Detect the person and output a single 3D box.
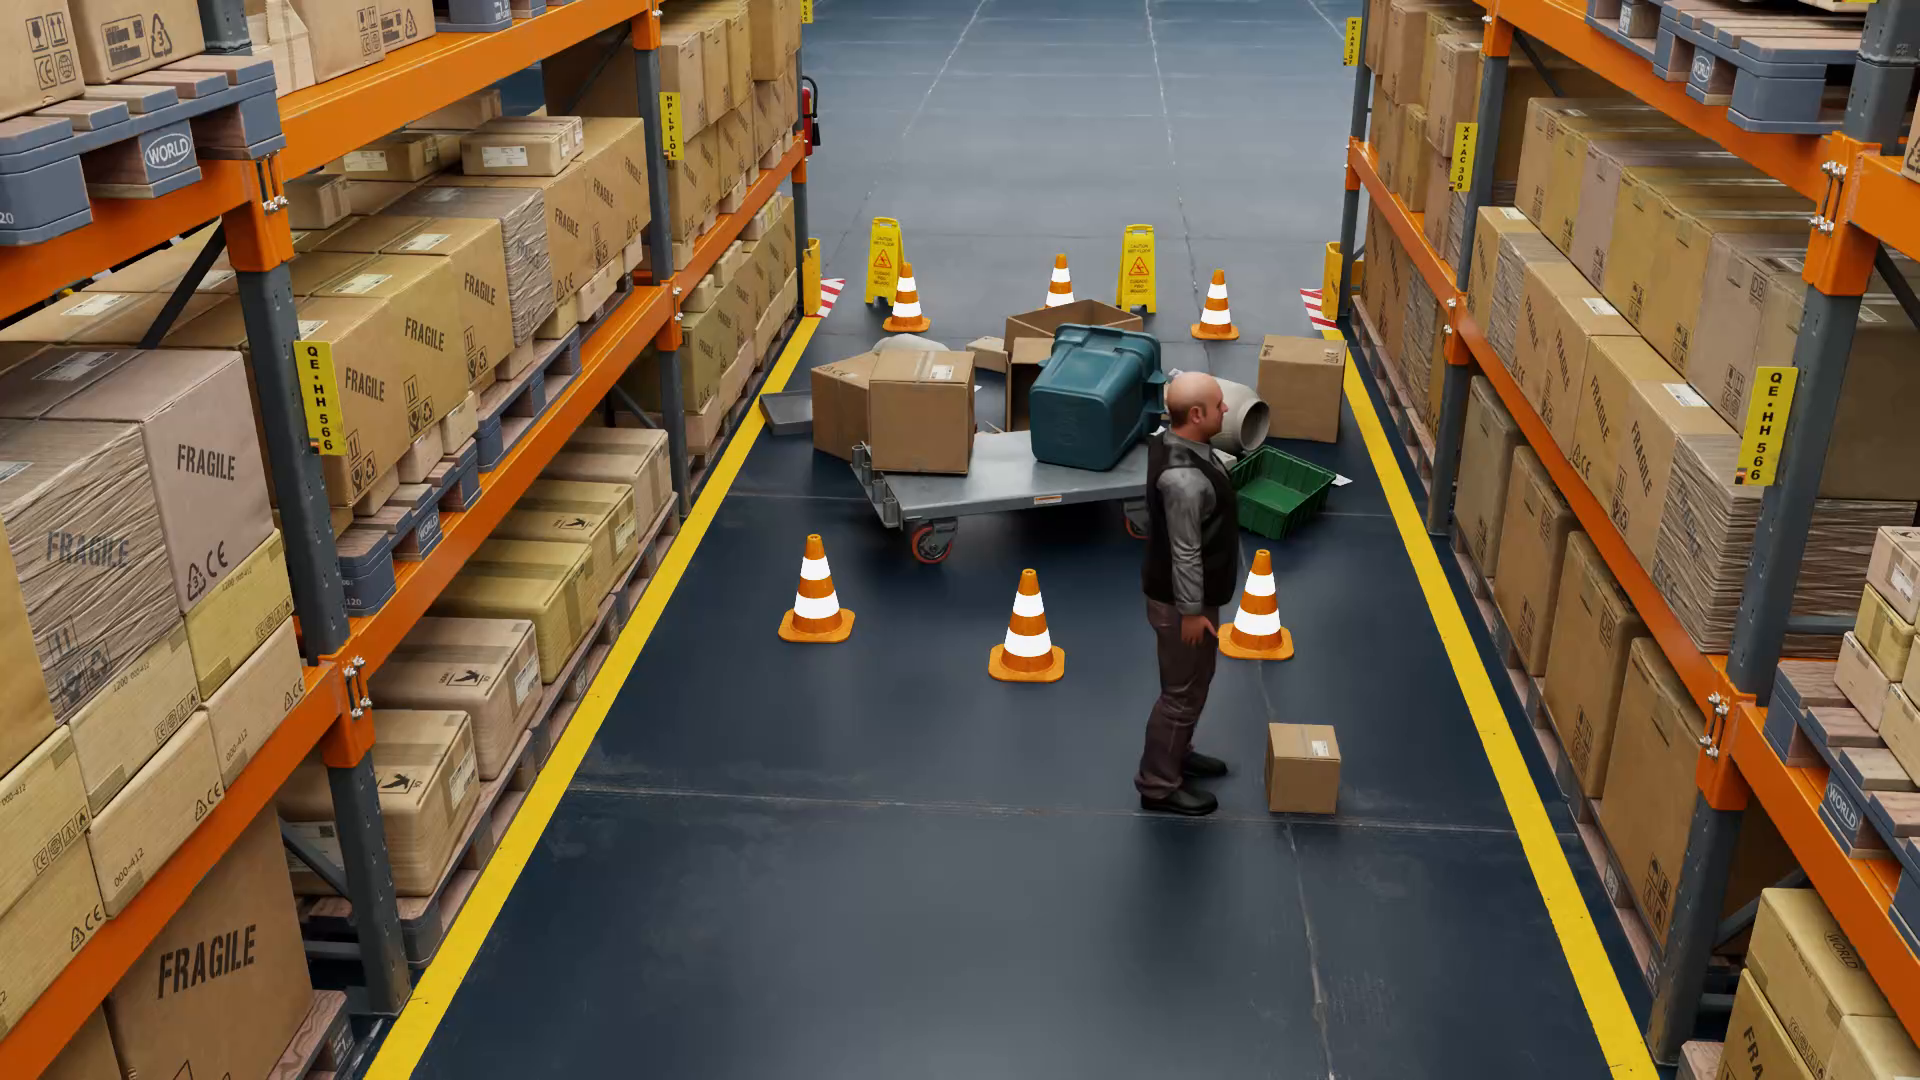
[{"bbox_3d":[0.860,0.198,6.199,0.374,1.719,0.538,2,24,5],"label":"person"}]
